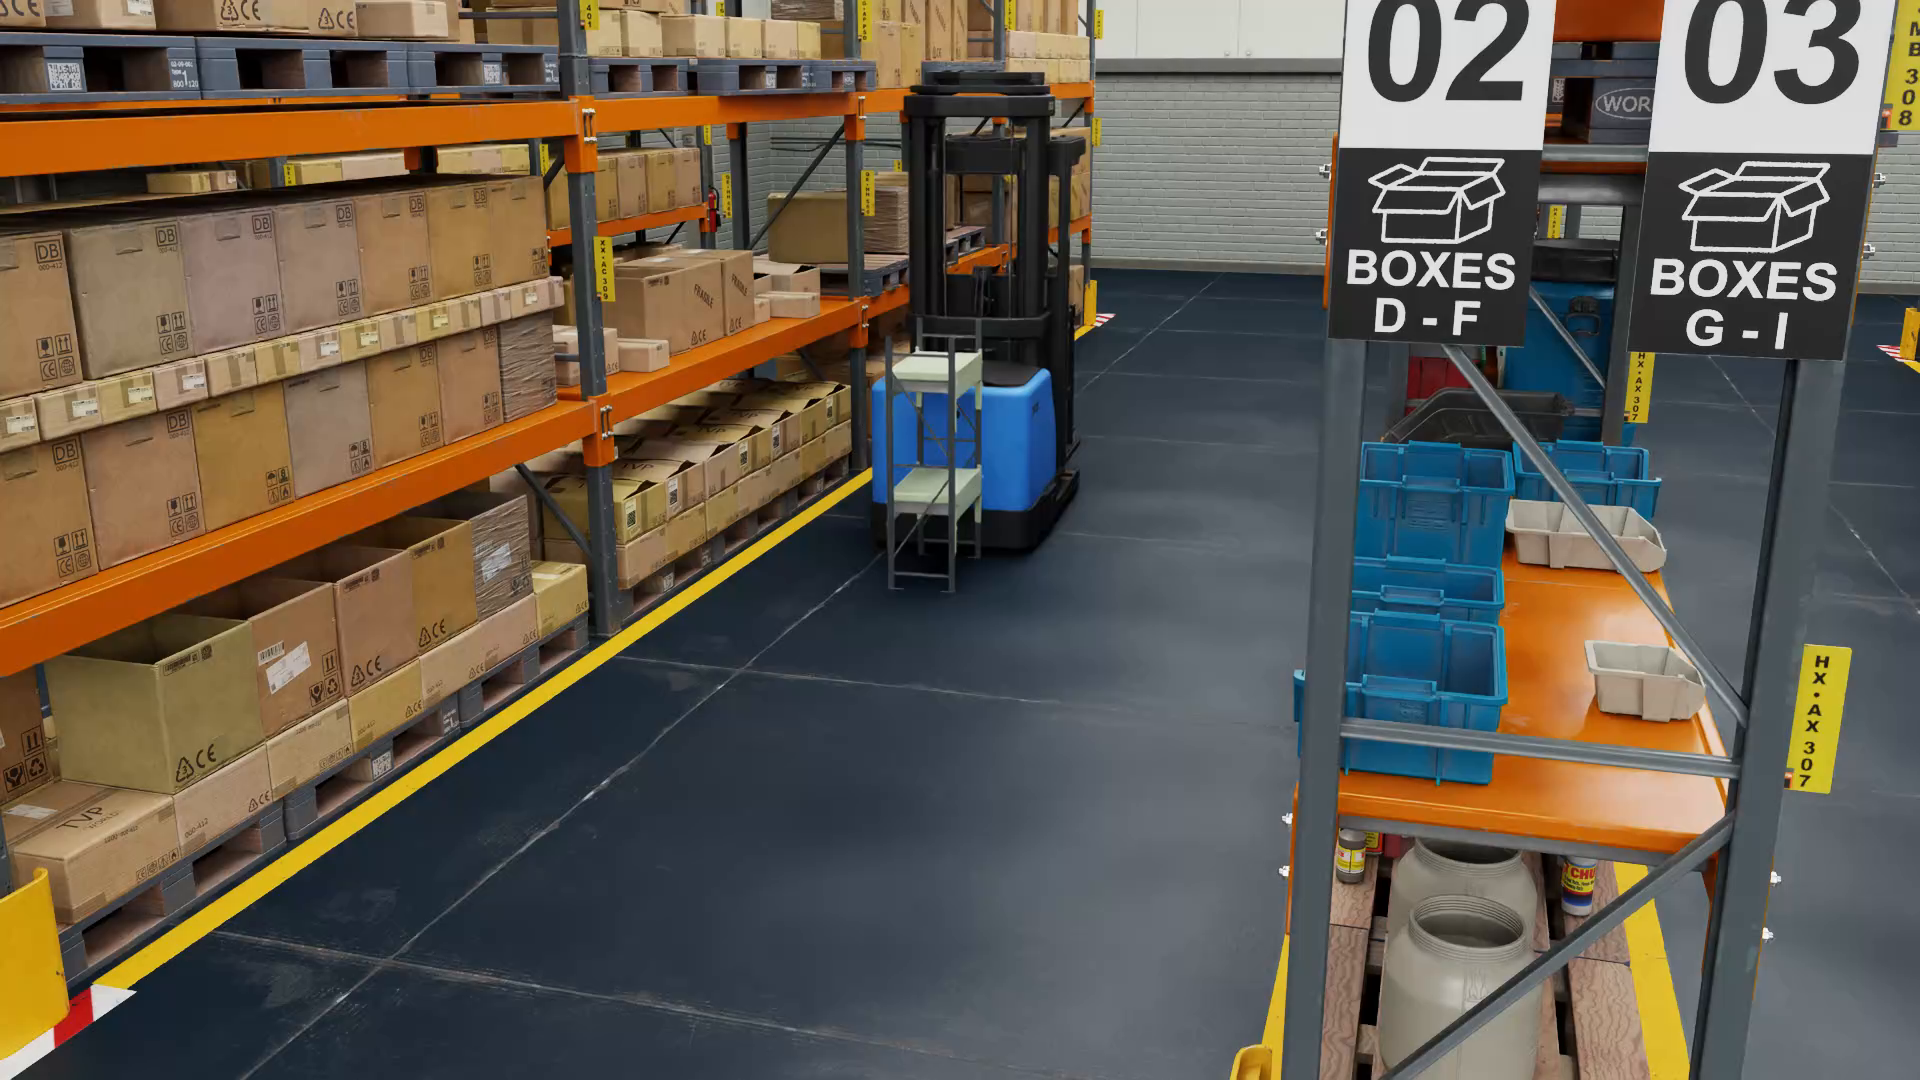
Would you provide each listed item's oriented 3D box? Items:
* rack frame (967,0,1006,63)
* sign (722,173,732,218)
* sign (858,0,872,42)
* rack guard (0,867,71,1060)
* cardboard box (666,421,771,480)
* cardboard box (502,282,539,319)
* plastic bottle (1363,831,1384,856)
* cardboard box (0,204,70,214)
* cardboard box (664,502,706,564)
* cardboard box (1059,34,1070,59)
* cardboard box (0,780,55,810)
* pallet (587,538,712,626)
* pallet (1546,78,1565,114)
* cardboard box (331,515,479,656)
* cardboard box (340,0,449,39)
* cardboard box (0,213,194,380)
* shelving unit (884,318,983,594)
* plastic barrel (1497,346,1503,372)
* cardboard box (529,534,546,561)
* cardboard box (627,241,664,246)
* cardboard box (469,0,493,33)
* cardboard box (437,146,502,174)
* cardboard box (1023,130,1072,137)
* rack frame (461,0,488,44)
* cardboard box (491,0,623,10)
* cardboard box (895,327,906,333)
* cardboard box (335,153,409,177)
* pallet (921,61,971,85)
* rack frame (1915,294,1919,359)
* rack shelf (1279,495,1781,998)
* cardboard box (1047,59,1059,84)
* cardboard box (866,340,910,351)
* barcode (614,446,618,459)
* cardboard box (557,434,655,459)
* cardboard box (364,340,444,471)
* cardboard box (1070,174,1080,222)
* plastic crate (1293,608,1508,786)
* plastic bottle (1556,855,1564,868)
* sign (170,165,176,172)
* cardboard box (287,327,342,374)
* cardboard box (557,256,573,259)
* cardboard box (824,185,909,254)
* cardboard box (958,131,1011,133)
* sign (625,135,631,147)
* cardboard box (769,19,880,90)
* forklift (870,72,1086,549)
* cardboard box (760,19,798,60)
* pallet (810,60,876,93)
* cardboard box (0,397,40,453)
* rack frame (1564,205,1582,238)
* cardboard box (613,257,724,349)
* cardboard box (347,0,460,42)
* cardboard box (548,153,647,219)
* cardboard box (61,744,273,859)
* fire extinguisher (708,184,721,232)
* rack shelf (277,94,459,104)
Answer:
[{"bbox_3d":[-0.068,-5.944,15.296,1.000,3.000,0.127,5,16,16],"label":"rack frame"},{"bbox_3d":[-1.727,-2.570,12.418,0.100,0.325,0.005,5,16,16],"label":"sign"},{"bbox_3d":[-0.675,-3.696,11.775,0.100,0.325,0.005,5,16,16],"label":"sign"},{"bbox_3d":[-3.485,1.290,5.365,1.175,0.500,0.348,5,16,16],"label":"rack guard"},{"bbox_3d":[-1.549,-0.605,10.708,0.500,0.311,0.500,5,17,17],"label":"cardboard box"},{"bbox_3d":[-2.285,-1.173,8.096,0.380,0.149,0.250,4,16,15],"label":"cardboard box"},{"bbox_3d":[1.470,0.987,6.039,0.152,0.276,0.135,5,17,16],"label":"plastic bottle"},{"bbox_3d":[-6.591,-2.059,11.602,0.700,0.500,0.500,7,17,24],"label":"cardboard box"},{"bbox_3d":[-1.842,-0.064,9.829,0.500,0.250,0.500,5,17,17],"label":"cardboard box"},{"bbox_3d":[0.880,-5.301,17.882,0.500,0.250,0.500,5,16,16],"label":"cardboard box"},{"bbox_3d":[-3.609,1.039,5.939,0.500,0.250,0.500,5,16,16],"label":"cardboard box"},{"bbox_3d":[-2.169,0.180,9.806,1.003,0.211,1.213,5,16,16],"label":"pallet"},{"bbox_3d":[2.296,-1.736,6.302,1.213,0.211,1.003,5,16,16],"label":"pallet"},{"bbox_3d":[-2.555,0.194,7.543,0.500,0.500,0.500,5,16,16],"label":"cardboard box"},{"bbox_3d":[-2.422,-2.220,7.097,0.380,0.149,0.250,5,16,16],"label":"cardboard box"},{"bbox_3d":[-3.174,-0.864,5.818,0.700,0.500,0.500,4,16,14],"label":"cardboard box"},{"bbox_3d":[-0.146,-0.517,9.902,0.431,1.500,0.755,3,16,12],"label":"shelving unit"},{"bbox_3d":[3.098,-1.071,8.859,0.433,0.535,0.433,0,16,0],"label":"plastic barrel"},{"bbox_3d":[-2.501,0.025,9.515,0.500,0.250,0.500,4,16,15],"label":"cardboard box"},{"bbox_3d":[-3.941,-3.657,20.847,0.380,0.149,0.250,5,17,16],"label":"cardboard box"},{"bbox_3d":[-4.843,-5.624,17.611,0.500,0.500,0.500,4,16,15],"label":"cardboard box"},{"bbox_3d":[-4.860,-3.728,16.336,0.500,0.250,0.500,5,17,17],"label":"cardboard box"},{"bbox_3d":[0.921,-4.228,18.223,0.500,0.500,0.500,5,17,17],"label":"cardboard box"},{"bbox_3d":[-4.818,-6.328,16.647,1.000,3.000,0.127,5,16,16],"label":"rack frame"},{"bbox_3d":[-2.128,-3.057,8.745,0.500,0.500,0.500,5,17,17],"label":"cardboard box"},{"bbox_3d":[-0.729,-1.689,15.062,0.500,0.500,0.500,5,17,17],"label":"cardboard box"},{"bbox_3d":[-5.288,-3.327,14.923,0.500,0.250,0.500,5,17,16],"label":"cardboard box"},{"bbox_3d":[-0.612,-3.974,14.191,1.213,0.211,1.003,5,16,16],"label":"pallet"},{"bbox_3d":[10.566,-3.336,17.092,1.000,3.000,0.127,5,16,16],"label":"rack frame"},{"bbox_3d":[1.839,0.289,5.631,1.077,0.370,4.000,5,16,16],"label":"rack shelf"},{"bbox_3d":[0.736,-4.929,17.490,0.500,0.250,0.500,5,16,16],"label":"cardboard box"},{"bbox_3d":[-0.510,-1.386,13.994,0.500,0.500,0.500,4,16,15],"label":"cardboard box"},{"bbox_3d":[-1.869,-0.471,9.007,0.001,0.075,0.075,5,16,16],"label":"barcode"},{"bbox_3d":[-2.215,-0.509,10.370,0.500,0.311,0.500,5,16,16],"label":"cardboard box"},{"bbox_3d":[-2.751,-0.627,7.361,0.700,0.500,0.500,5,17,17],"label":"cardboard box"},{"bbox_3d":[1.059,-3.879,18.823,0.500,0.500,0.500,5,17,16],"label":"cardboard box"},{"bbox_3d":[1.126,0.384,4.252,0.499,0.251,0.616,5,16,16],"label":"plastic crate"},{"bbox_3d":[2.182,1.027,5.904,0.097,0.271,0.097,0,16,0],"label":"plastic bottle"},{"bbox_3d":[-6.488,-2.994,13.767,0.100,0.325,0.005,5,16,16],"label":"sign"},{"bbox_3d":[-2.722,-0.767,6.664,0.380,0.149,0.250,5,17,16],"label":"cardboard box"},{"bbox_3d":[-4.444,-3.191,19.206,0.380,0.149,0.250,5,17,16],"label":"cardboard box"},{"bbox_3d":[-0.691,-2.660,13.757,0.700,0.500,0.500,8,18,26],"label":"cardboard box"},{"bbox_3d":[0.258,-4.137,17.904,0.500,0.500,0.500,4,16,15],"label":"cardboard box"},{"bbox_3d":[-4.212,-4.987,21.183,0.100,0.325,0.005,5,16,16],"label":"sign"},{"bbox_3d":[-1.113,-3.620,12.414,0.910,0.500,0.500,5,16,16],"label":"cardboard box"},{"bbox_3d":[0.249,-1.716,11.507,1.130,2.935,3.031,3,16,12],"label":"forklift"},{"bbox_3d":[-1.411,-3.323,11.057,0.500,0.250,0.500,5,17,17],"label":"cardboard box"},{"bbox_3d":[-1.312,-3.180,11.391,1.213,0.211,1.003,5,17,18],"label":"pallet"},{"bbox_3d":[-3.160,-0.365,5.247,0.380,0.149,0.250,5,16,15],"label":"cardboard box"},{"bbox_3d":[3.544,-1.627,11.067,1.000,3.000,0.127,5,16,16],"label":"rack frame"},{"bbox_3d":[-1.815,-1.482,10.374,0.500,0.500,0.500,5,16,16],"label":"cardboard box"},{"bbox_3d":[-2.737,-2.614,7.844,0.500,0.500,0.500,6,17,20],"label":"cardboard box"},{"bbox_3d":[-4.238,-4.108,19.266,0.980,0.700,0.700,4,16,13],"label":"cardboard box"},{"bbox_3d":[-2.974,0.948,6.260,0.500,0.250,0.500,5,16,16],"label":"cardboard box"},{"bbox_3d":[-3.196,-4.275,21.229,0.296,0.674,0.183,5,16,16],"label":"fire extinguisher"},{"bbox_3d":[-5.387,-4.015,15.310,1.077,0.370,4.000,5,16,16],"label":"rack shelf"}]
